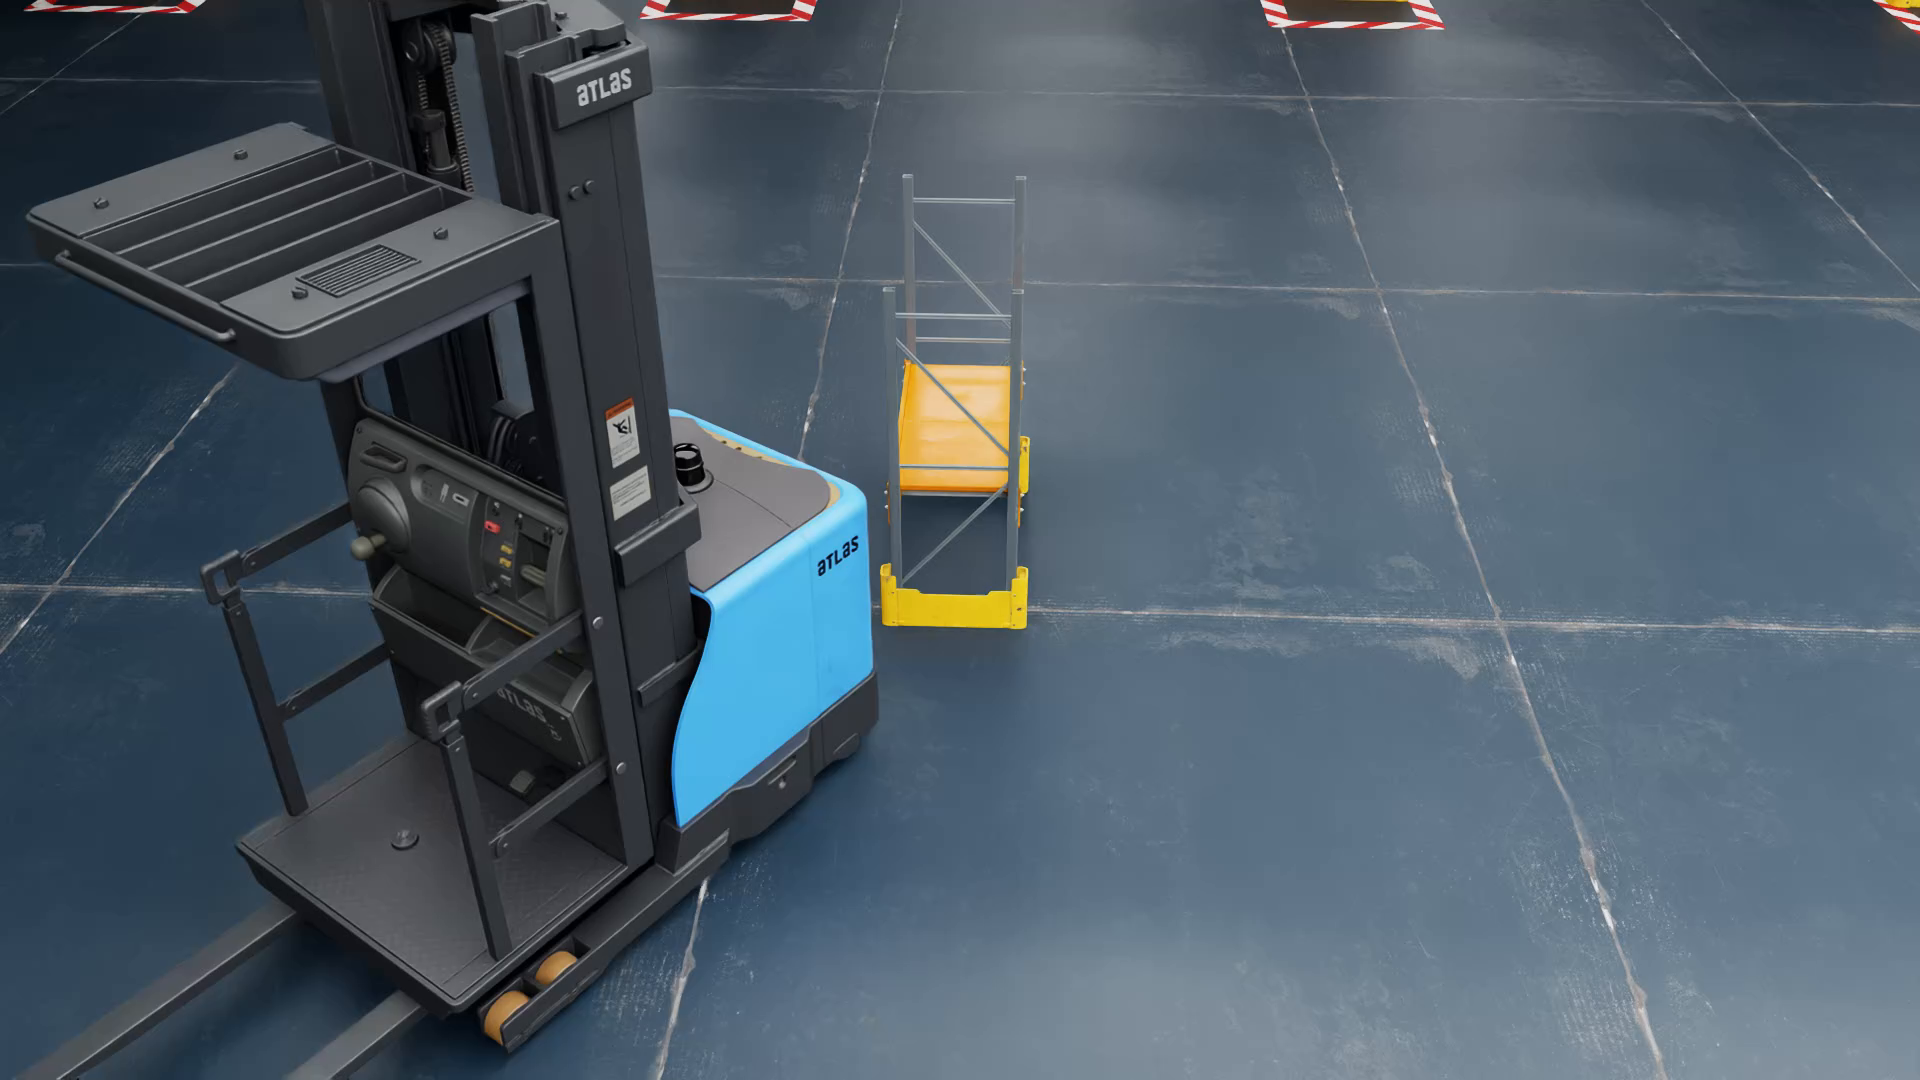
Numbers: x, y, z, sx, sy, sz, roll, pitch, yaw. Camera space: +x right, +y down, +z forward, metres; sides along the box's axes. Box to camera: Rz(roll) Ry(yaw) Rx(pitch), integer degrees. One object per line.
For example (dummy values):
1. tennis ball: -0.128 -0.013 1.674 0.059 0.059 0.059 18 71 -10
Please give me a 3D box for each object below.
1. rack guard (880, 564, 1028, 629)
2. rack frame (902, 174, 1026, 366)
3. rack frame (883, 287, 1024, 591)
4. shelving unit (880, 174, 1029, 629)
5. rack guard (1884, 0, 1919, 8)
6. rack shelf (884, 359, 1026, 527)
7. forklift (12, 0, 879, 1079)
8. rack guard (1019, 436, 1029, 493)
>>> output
1. rack guard: -0.023 0.228 6.709 0.587 0.250 0.087 1 35 2
2. rack frame: 0.017 -0.857 7.165 0.500 1.500 0.032 1 35 2
3. rack frame: -0.024 -0.273 6.333 0.500 1.500 0.032 1 35 2
4. shelving unit: -0.003 -0.570 6.756 0.587 1.500 1.083 1 35 2
5. rack guard: 8.069 -4.556 13.298 1.175 0.500 0.348 1 35 2
6. rack shelf: -0.003 -0.417 6.852 0.538 0.185 1.000 1 35 2
7. forklift: -1.587 0.019 4.673 1.130 2.935 3.031 23 41 29
8. rack guard: 0.017 -0.345 7.523 0.587 0.250 0.087 1 35 2
